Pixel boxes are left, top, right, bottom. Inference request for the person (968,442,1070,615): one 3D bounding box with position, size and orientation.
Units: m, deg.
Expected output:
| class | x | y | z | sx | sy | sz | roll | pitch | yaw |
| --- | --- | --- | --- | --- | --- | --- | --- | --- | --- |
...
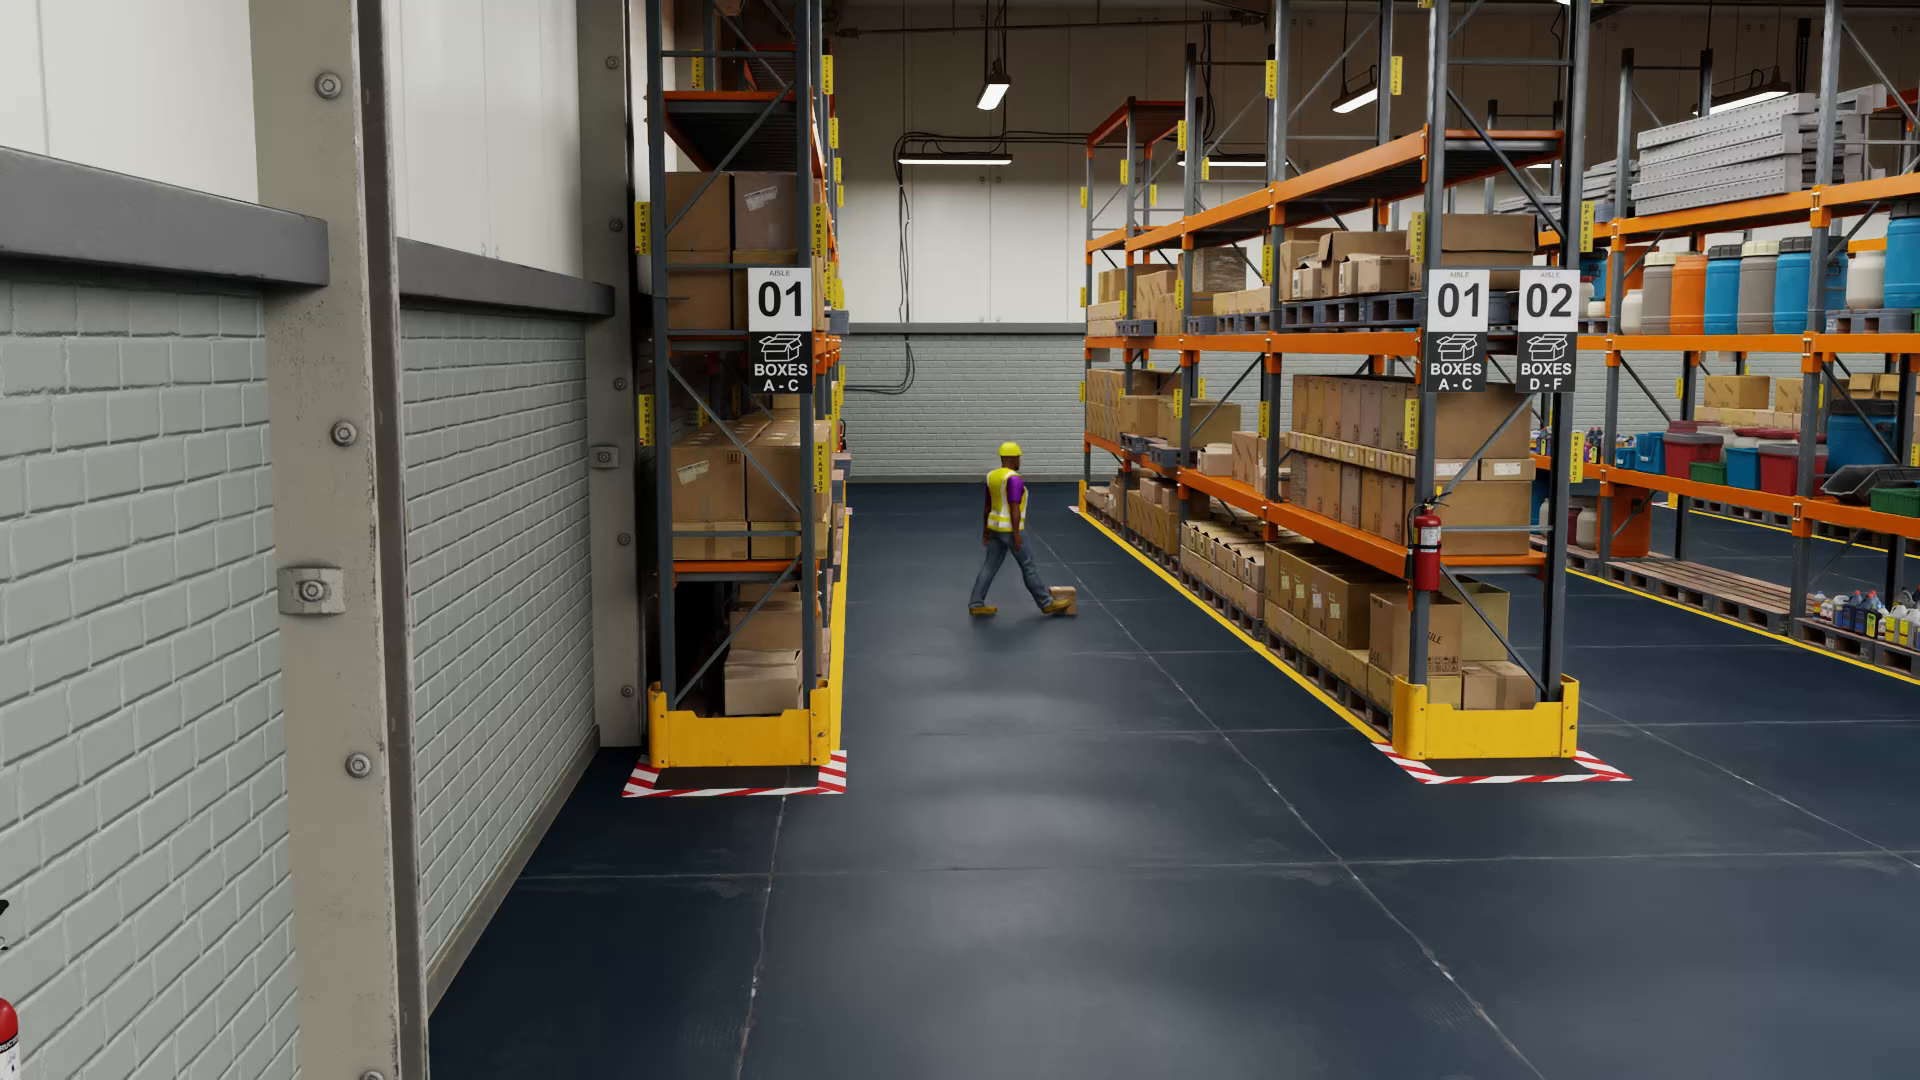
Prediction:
| class | x | y | z | sx | sy | sz | roll | pitch | yaw |
| --- | --- | --- | --- | --- | --- | --- | --- | --- | --- |
| person | 0.577 | -0.117 | 16.619 | 0.959 | 1.717 | 0.640 | -3 | 8 | -27 |
